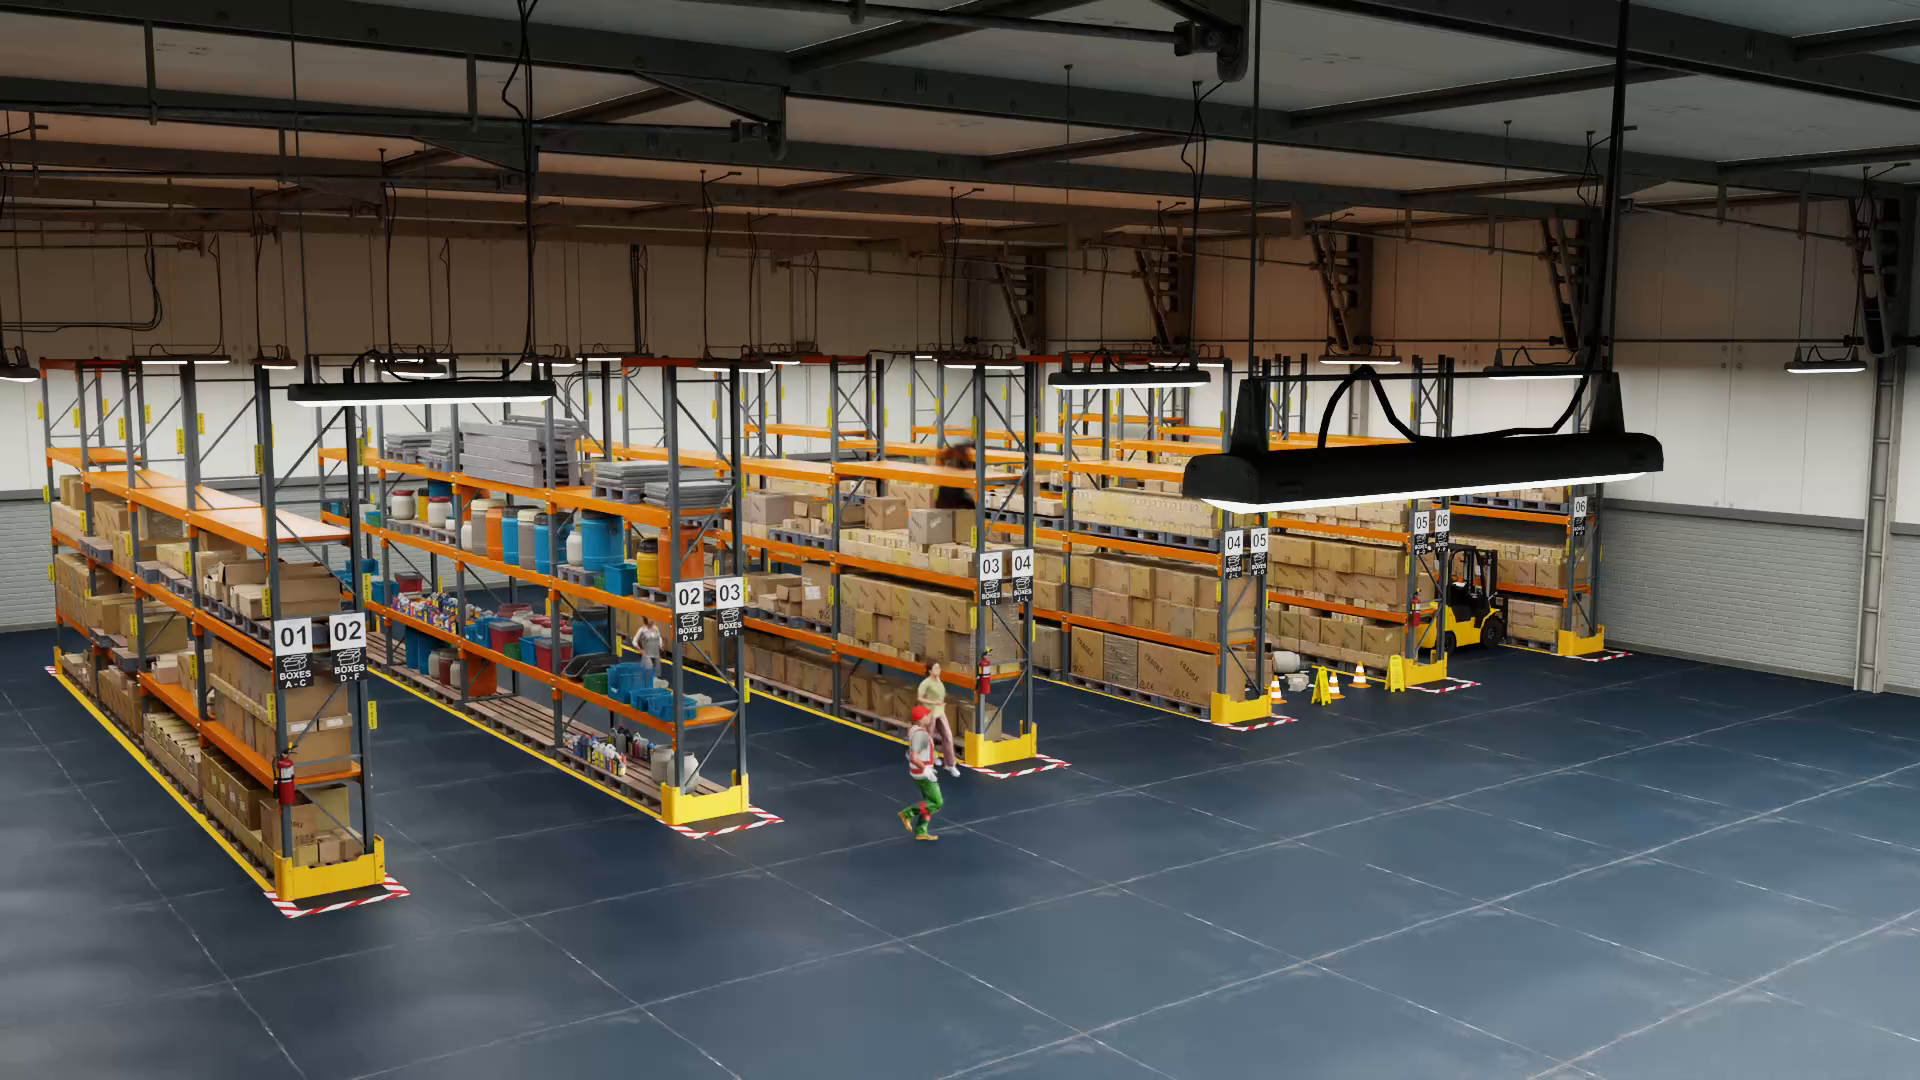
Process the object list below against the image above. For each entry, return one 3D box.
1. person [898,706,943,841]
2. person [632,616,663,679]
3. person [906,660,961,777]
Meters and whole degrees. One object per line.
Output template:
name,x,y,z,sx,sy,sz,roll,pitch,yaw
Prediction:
person,-0.504,2.954,21.053,0.603,1.744,0.667,-1,7,-9
person,-5.476,2.058,29.239,0.544,1.543,0.705,-6,9,-40
person,-0.418,2.584,24.316,0.892,1.700,0.612,6,9,39
